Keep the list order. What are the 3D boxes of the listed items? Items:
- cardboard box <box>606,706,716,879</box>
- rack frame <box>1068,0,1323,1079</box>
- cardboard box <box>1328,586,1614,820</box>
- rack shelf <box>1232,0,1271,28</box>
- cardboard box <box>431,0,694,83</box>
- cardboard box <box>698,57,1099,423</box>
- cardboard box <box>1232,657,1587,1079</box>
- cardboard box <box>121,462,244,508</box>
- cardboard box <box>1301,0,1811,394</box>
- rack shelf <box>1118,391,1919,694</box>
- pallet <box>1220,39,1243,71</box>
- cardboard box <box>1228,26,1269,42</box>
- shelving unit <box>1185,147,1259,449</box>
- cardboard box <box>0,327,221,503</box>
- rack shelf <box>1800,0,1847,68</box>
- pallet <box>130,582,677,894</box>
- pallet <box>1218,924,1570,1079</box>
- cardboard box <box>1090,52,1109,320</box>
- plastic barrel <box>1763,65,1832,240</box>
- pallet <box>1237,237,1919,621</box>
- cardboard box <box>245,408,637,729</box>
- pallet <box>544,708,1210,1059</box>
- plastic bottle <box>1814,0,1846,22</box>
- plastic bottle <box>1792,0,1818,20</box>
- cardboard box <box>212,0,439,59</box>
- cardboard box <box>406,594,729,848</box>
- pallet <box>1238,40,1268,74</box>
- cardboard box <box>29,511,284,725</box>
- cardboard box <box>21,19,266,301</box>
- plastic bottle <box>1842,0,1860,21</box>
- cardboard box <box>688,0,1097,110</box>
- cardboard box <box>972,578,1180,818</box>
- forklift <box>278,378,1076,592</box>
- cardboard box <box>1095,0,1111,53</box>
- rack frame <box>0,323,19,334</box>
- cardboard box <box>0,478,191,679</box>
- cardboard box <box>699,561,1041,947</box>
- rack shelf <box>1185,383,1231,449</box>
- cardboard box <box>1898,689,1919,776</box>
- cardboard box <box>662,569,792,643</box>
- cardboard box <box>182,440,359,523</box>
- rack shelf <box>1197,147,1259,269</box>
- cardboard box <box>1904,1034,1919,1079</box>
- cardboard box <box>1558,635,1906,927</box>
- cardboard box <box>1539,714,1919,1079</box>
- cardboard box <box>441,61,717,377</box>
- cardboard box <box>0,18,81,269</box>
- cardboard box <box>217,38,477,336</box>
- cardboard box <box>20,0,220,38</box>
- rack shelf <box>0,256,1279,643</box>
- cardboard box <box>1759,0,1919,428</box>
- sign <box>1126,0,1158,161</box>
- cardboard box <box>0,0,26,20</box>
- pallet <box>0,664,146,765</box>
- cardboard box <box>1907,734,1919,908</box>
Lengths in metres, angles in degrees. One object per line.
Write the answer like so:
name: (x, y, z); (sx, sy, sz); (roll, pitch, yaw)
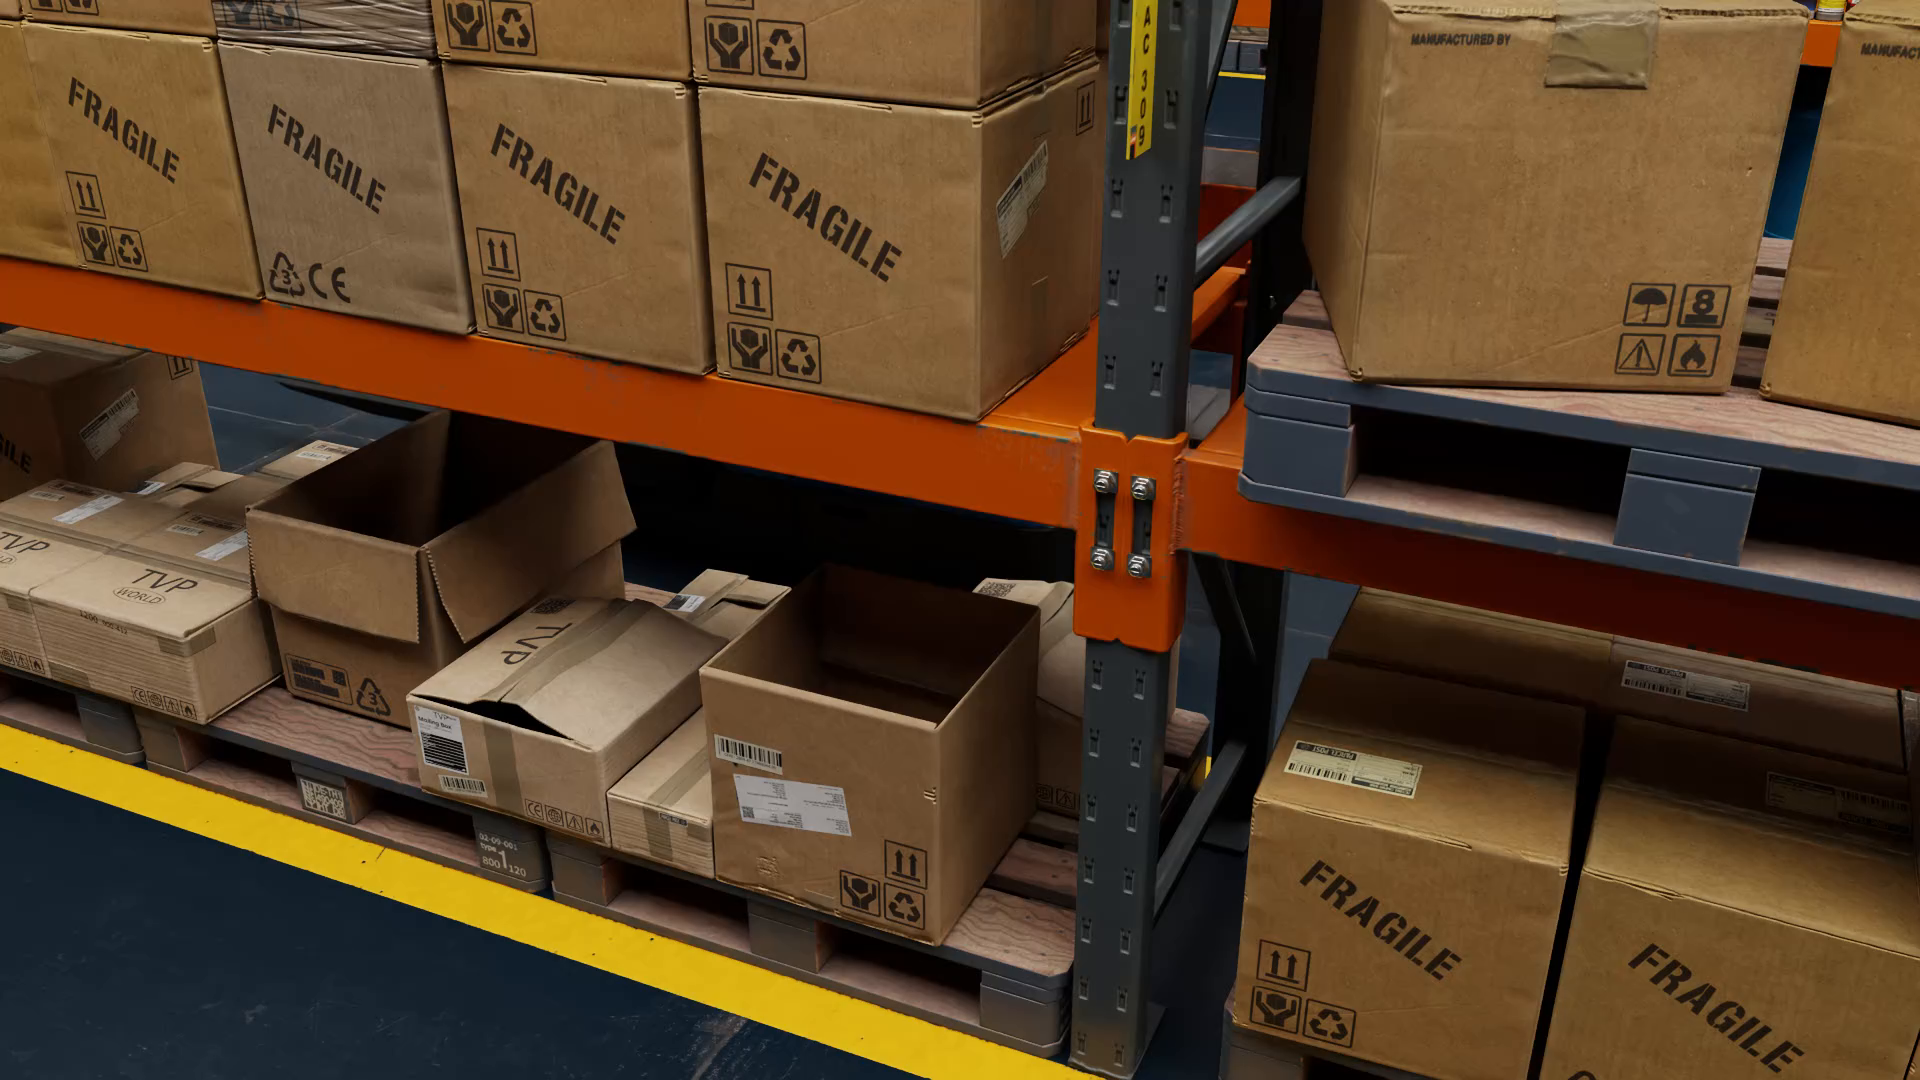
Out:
cardboard box: (-0.531, 0.524, 3.520); (0.250, 0.149, 0.380); (11, 28, 22)
rack frame: (0.471, -0.523, 2.917); (0.127, 3.000, 1.000); (11, 28, 22)
cardboard box: (1.039, 0.376, 3.423); (0.500, 0.500, 0.500); (11, 28, 22)
rack shelf: (0.705, -2.557, 7.863); (4.000, 0.370, 1.077); (11, 28, 22)
cardboard box: (-0.564, -1.098, 2.839); (0.500, 0.500, 0.500); (11, 28, 21)
cardboard box: (-0.090, -0.557, 2.871); (0.500, 0.500, 0.500); (12, 29, 23)
cardboard box: (0.811, 0.587, 2.994); (0.500, 0.500, 0.500); (10, 28, 19)
cardboard box: (-2.242, -0.070, 4.707); (0.250, 0.166, 0.380); (11, 28, 22)
cardboard box: (0.810, -0.580, 2.444); (0.500, 0.500, 0.700); (2, 26, 4)
rack shelf: (2.292, 0.165, 2.333); (4.000, 0.370, 1.077); (11, 28, 22)
pallet: (1.694, -3.872, 12.875); (1.213, 0.211, 1.003); (11, 28, 22)
cardboard box: (2.378, -4.221, 12.358); (0.875, 0.875, 0.875); (11, 28, 22)
shelving unit: (0.689, -0.804, 4.505); (0.503, 2.100, 0.431); (11, 28, 22)
cardboard box: (-2.573, -0.330, 4.857); (0.500, 0.500, 0.500); (11, 28, 22)
rack shelf: (4.346, -1.826, 6.377); (4.000, 0.370, 1.077); (11, 28, 22)
pallet: (-1.268, 0.379, 4.241); (1.213, 0.211, 1.003); (11, 28, 22)
pallet: (1.227, 0.861, 3.262); (1.213, 0.211, 1.003); (11, 28, 22)
cardboard box: (0.120, -0.771, 3.307); (0.500, 0.500, 0.500); (12, 29, 23)
plastic barrel: (3.658, -1.526, 6.853); (0.708, 0.901, 0.600); (11, 28, 22)
pallet: (1.154, -0.247, 2.574); (1.213, 0.211, 1.003); (11, 28, 22)
cardboard box: (-1.241, 0.058, 4.065); (0.637, 0.503, 0.797); (11, 28, 22)
pallet: (-0.153, 0.602, 3.789); (1.213, 0.211, 1.003); (11, 28, 22)
plastic bottle: (3.305, -2.071, 6.285); (0.097, 0.201, 0.097); (0, 26, 0)
plastic bottle: (3.216, -2.120, 6.305); (0.097, 0.271, 0.097); (0, 26, 0)
cardboard box: (-1.022, -1.190, 3.026); (0.500, 0.500, 0.500); (12, 28, 22)
cardboard box: (-0.847, 0.358, 3.672); (0.500, 0.311, 0.500); (11, 28, 22)
pallet: (2.801, -3.648, 12.420); (1.213, 0.211, 1.003); (11, 28, 22)
cardboard box: (-1.882, 0.178, 4.108); (0.500, 0.250, 0.500); (11, 28, 22)
cardboard box: (-1.493, -0.835, 3.438); (0.500, 0.500, 0.500); (12, 29, 22)
plastic bottle: (3.393, -2.053, 6.248); (0.097, 0.201, 0.097); (0, 26, 0)
cardboard box: (-0.096, -1.005, 2.651); (0.500, 0.500, 0.500); (12, 28, 22)
cardboard box: (0.179, 0.322, 3.747); (0.500, 0.311, 0.500); (11, 28, 22)
forklift: (-0.900, -1.533, 5.045); (3.031, 2.935, 1.130); (11, 28, 22)
cardboard box: (0.159, -1.216, 3.079); (0.500, 0.500, 0.500); (12, 29, 23)
rack frame: (-3.170, -1.255, 4.403); (0.127, 3.000, 1.000); (11, 28, 22)
cardboard box: (-2.337, 0.086, 4.294); (0.500, 0.250, 0.500); (11, 28, 22)
cardboard box: (-0.165, 0.411, 3.352); (0.500, 0.500, 0.500); (11, 28, 22)
rack shelf: (0.689, -0.163, 4.820); (0.480, 0.518, 0.431); (11, 28, 22)
cardboard box: (1.942, 0.561, 3.046); (0.500, 0.500, 0.500); (12, 29, 22)
cardboard box: (-0.613, 0.232, 4.092); (0.250, 0.166, 0.380); (11, 28, 22)
cardboard box: (-1.721, -0.032, 4.535); (0.500, 0.250, 0.500); (11, 28, 22)
rack shelf: (0.689, -0.791, 4.511); (0.480, 0.518, 0.431); (11, 28, 22)
cardboard box: (1.753, 0.774, 2.613); (0.500, 0.500, 0.500); (12, 29, 22)
cardboard box: (1.486, 0.469, 3.233); (0.500, 0.500, 0.500); (11, 28, 22)
cardboard box: (1.301, 0.680, 2.805); (0.500, 0.500, 0.500); (12, 29, 23)
cardboard box: (-0.560, -0.650, 3.062); (0.500, 0.500, 0.500); (12, 29, 23)
cardboard box: (-1.948, -0.927, 3.625); (0.500, 0.500, 0.500); (11, 28, 22)
cardboard box: (-1.028, -0.743, 3.251); (0.500, 0.500, 0.500); (12, 29, 23)
cardboard box: (-1.480, -1.283, 3.214); (0.500, 0.500, 0.500); (11, 28, 21)
rack shelf: (-1.349, -0.566, 3.819); (4.000, 0.370, 1.077); (11, 28, 22)
cardboard box: (1.462, -0.480, 2.240); (0.500, 0.500, 0.700); (16, 31, 30)
sign: (0.254, -0.692, 2.280); (0.005, 0.325, 0.100); (11, 28, 22)
cardboard box: (-1.943, -1.375, 3.402); (0.500, 0.500, 0.500); (12, 29, 23)
pallet: (-2.375, 0.156, 4.695); (1.213, 0.211, 1.003); (11, 28, 22)
cardboard box: (1.721, 0.433, 2.457); (0.500, 0.250, 0.500); (11, 28, 22)
